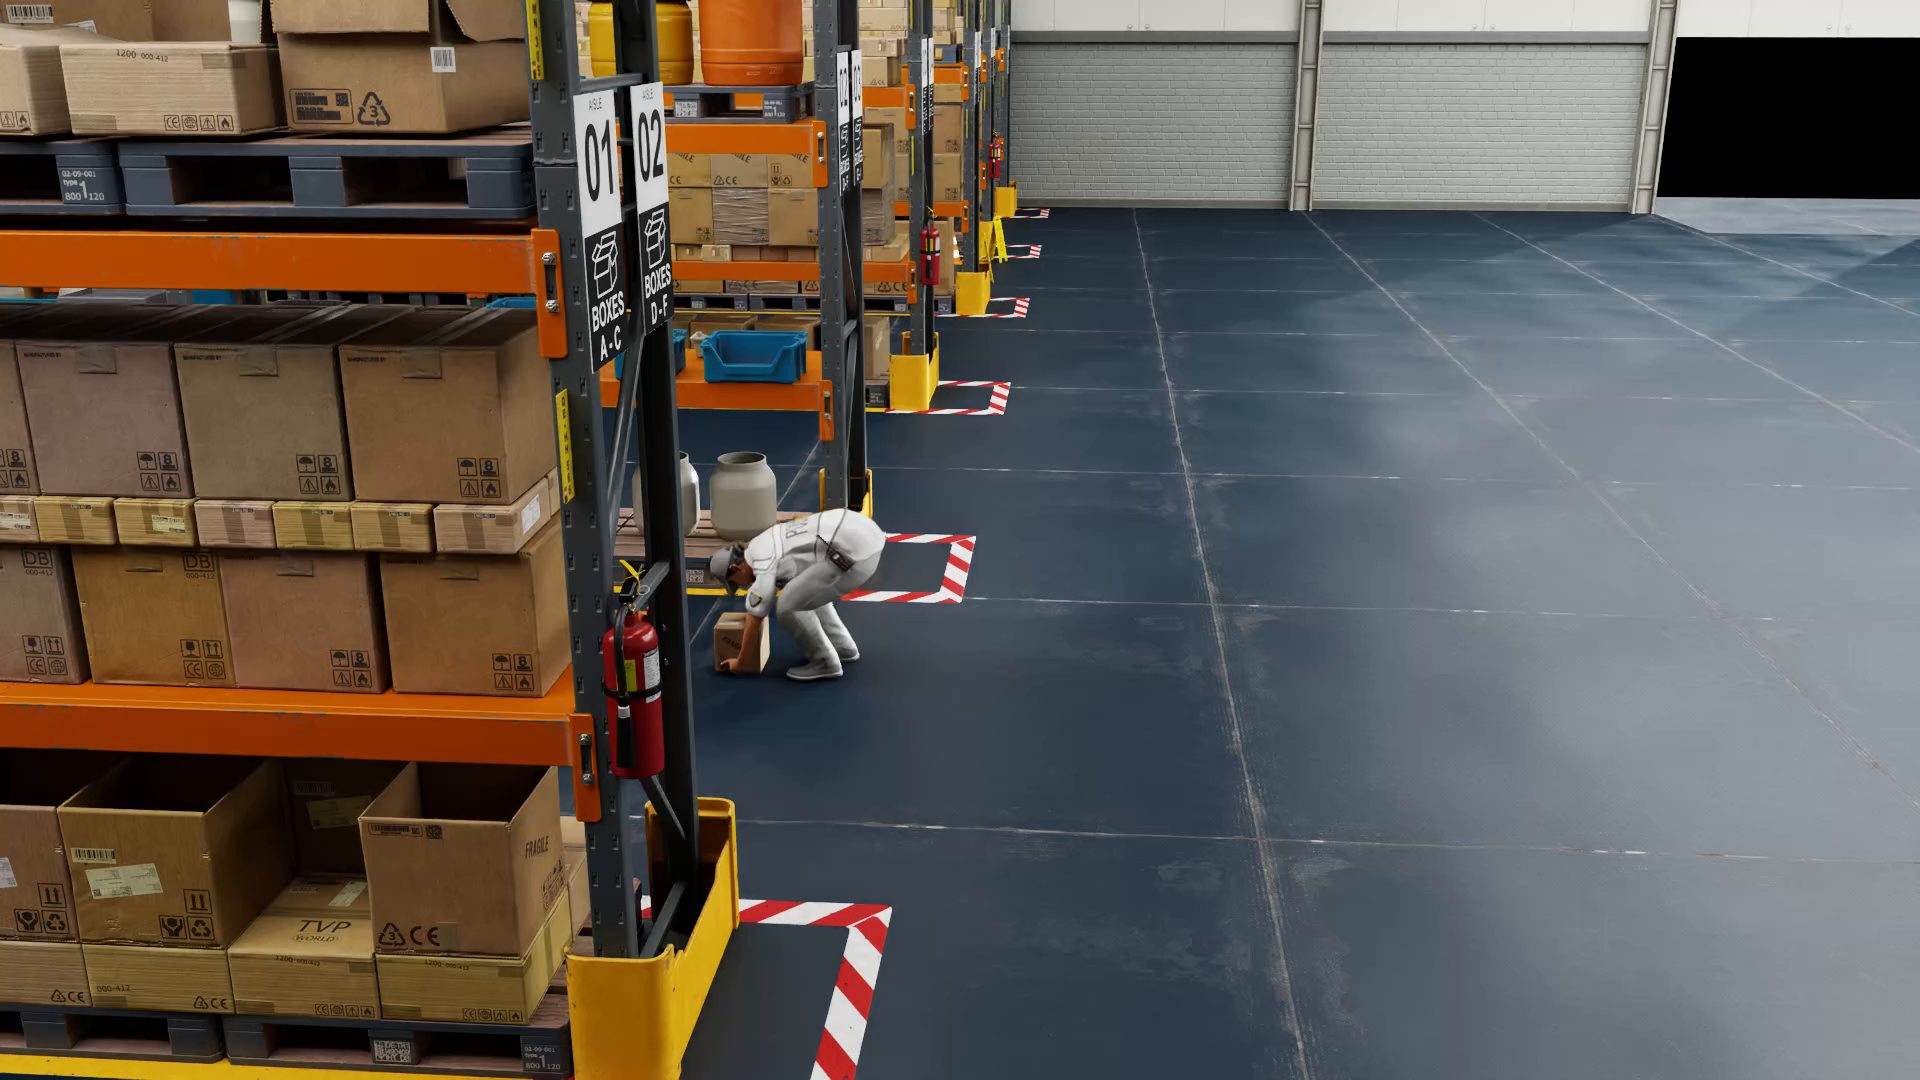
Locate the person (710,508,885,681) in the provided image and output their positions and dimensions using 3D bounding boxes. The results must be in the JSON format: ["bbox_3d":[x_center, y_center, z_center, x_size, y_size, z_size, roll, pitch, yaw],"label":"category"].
[{"bbox_3d":[-0.870,0.283,8.945,0.936,0.886,0.507,0,18,1],"label":"person"}]
